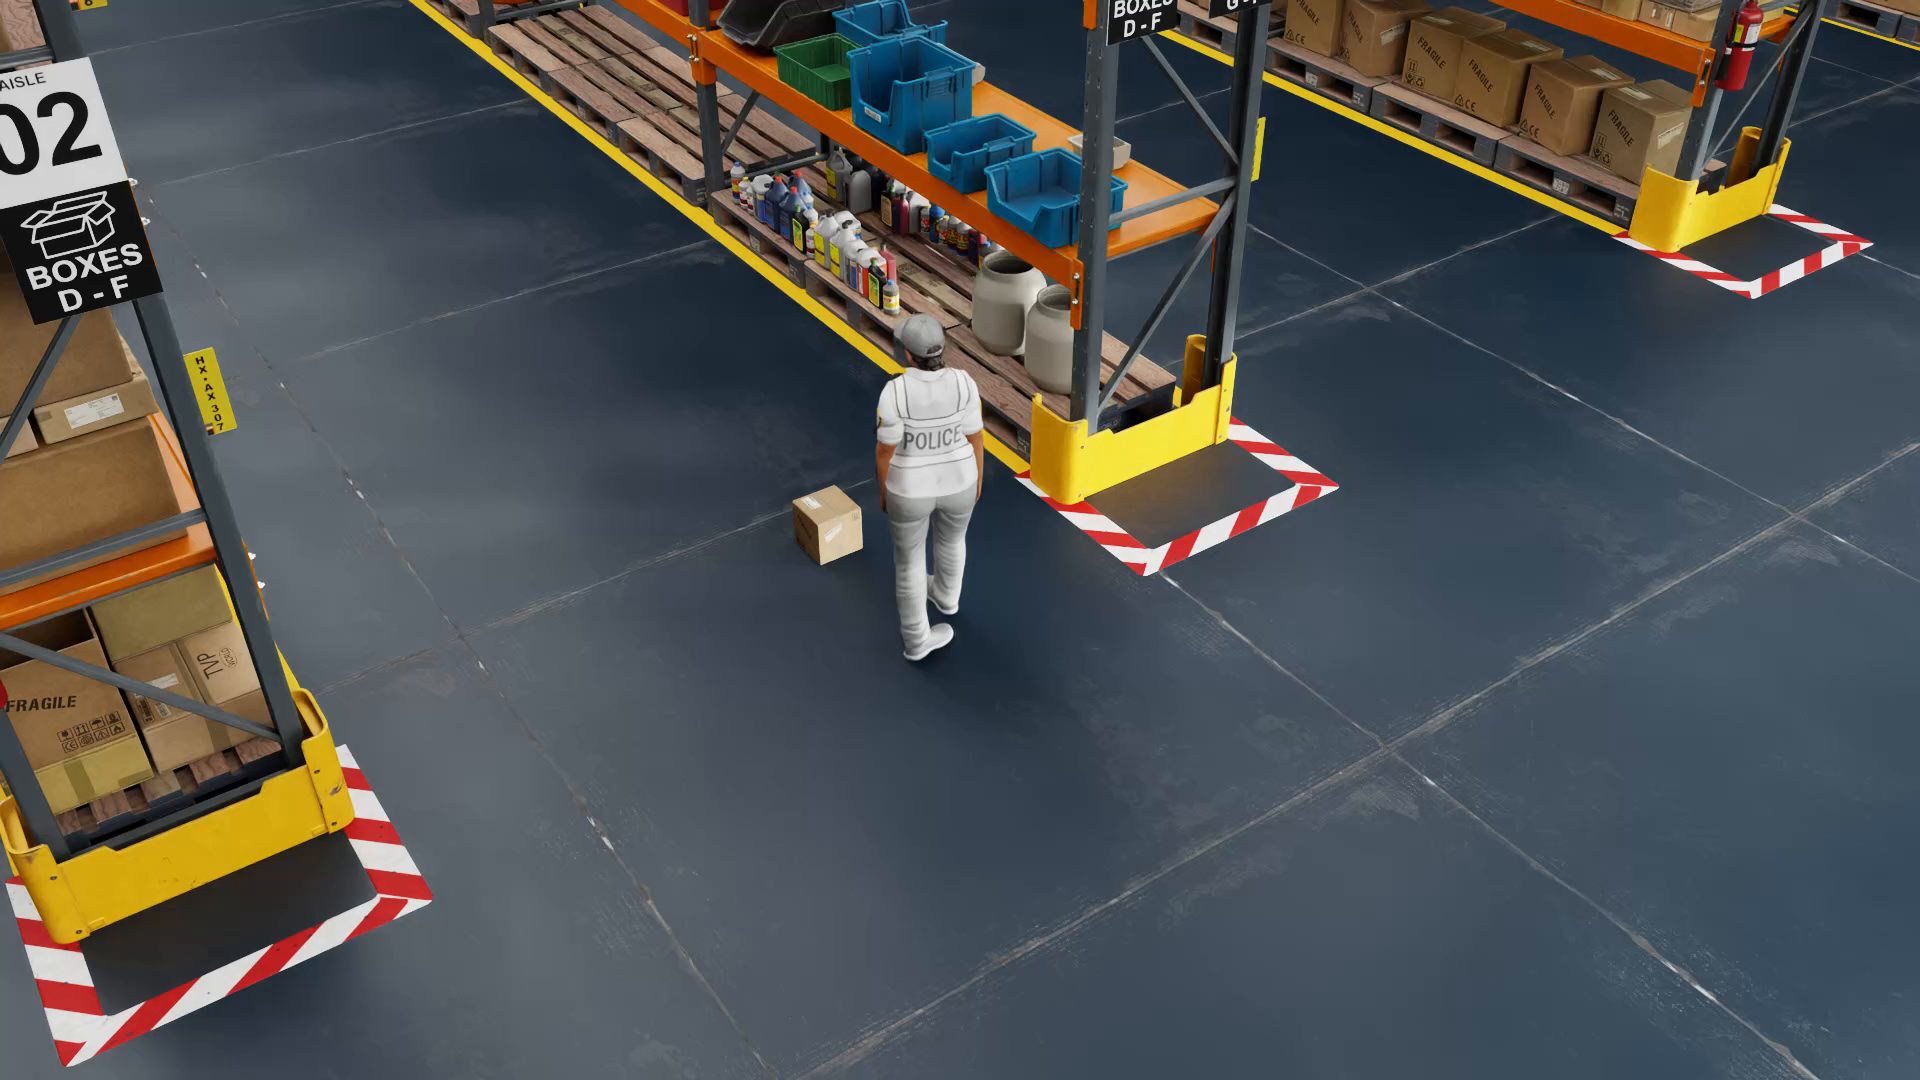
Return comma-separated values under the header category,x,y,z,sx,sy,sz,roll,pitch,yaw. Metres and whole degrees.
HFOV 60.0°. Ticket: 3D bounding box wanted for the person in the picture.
category,x,y,z,sx,sy,sz,roll,pitch,yaw
person,-0.152,-0.283,7.373,0.484,1.659,0.586,-9,38,-12
